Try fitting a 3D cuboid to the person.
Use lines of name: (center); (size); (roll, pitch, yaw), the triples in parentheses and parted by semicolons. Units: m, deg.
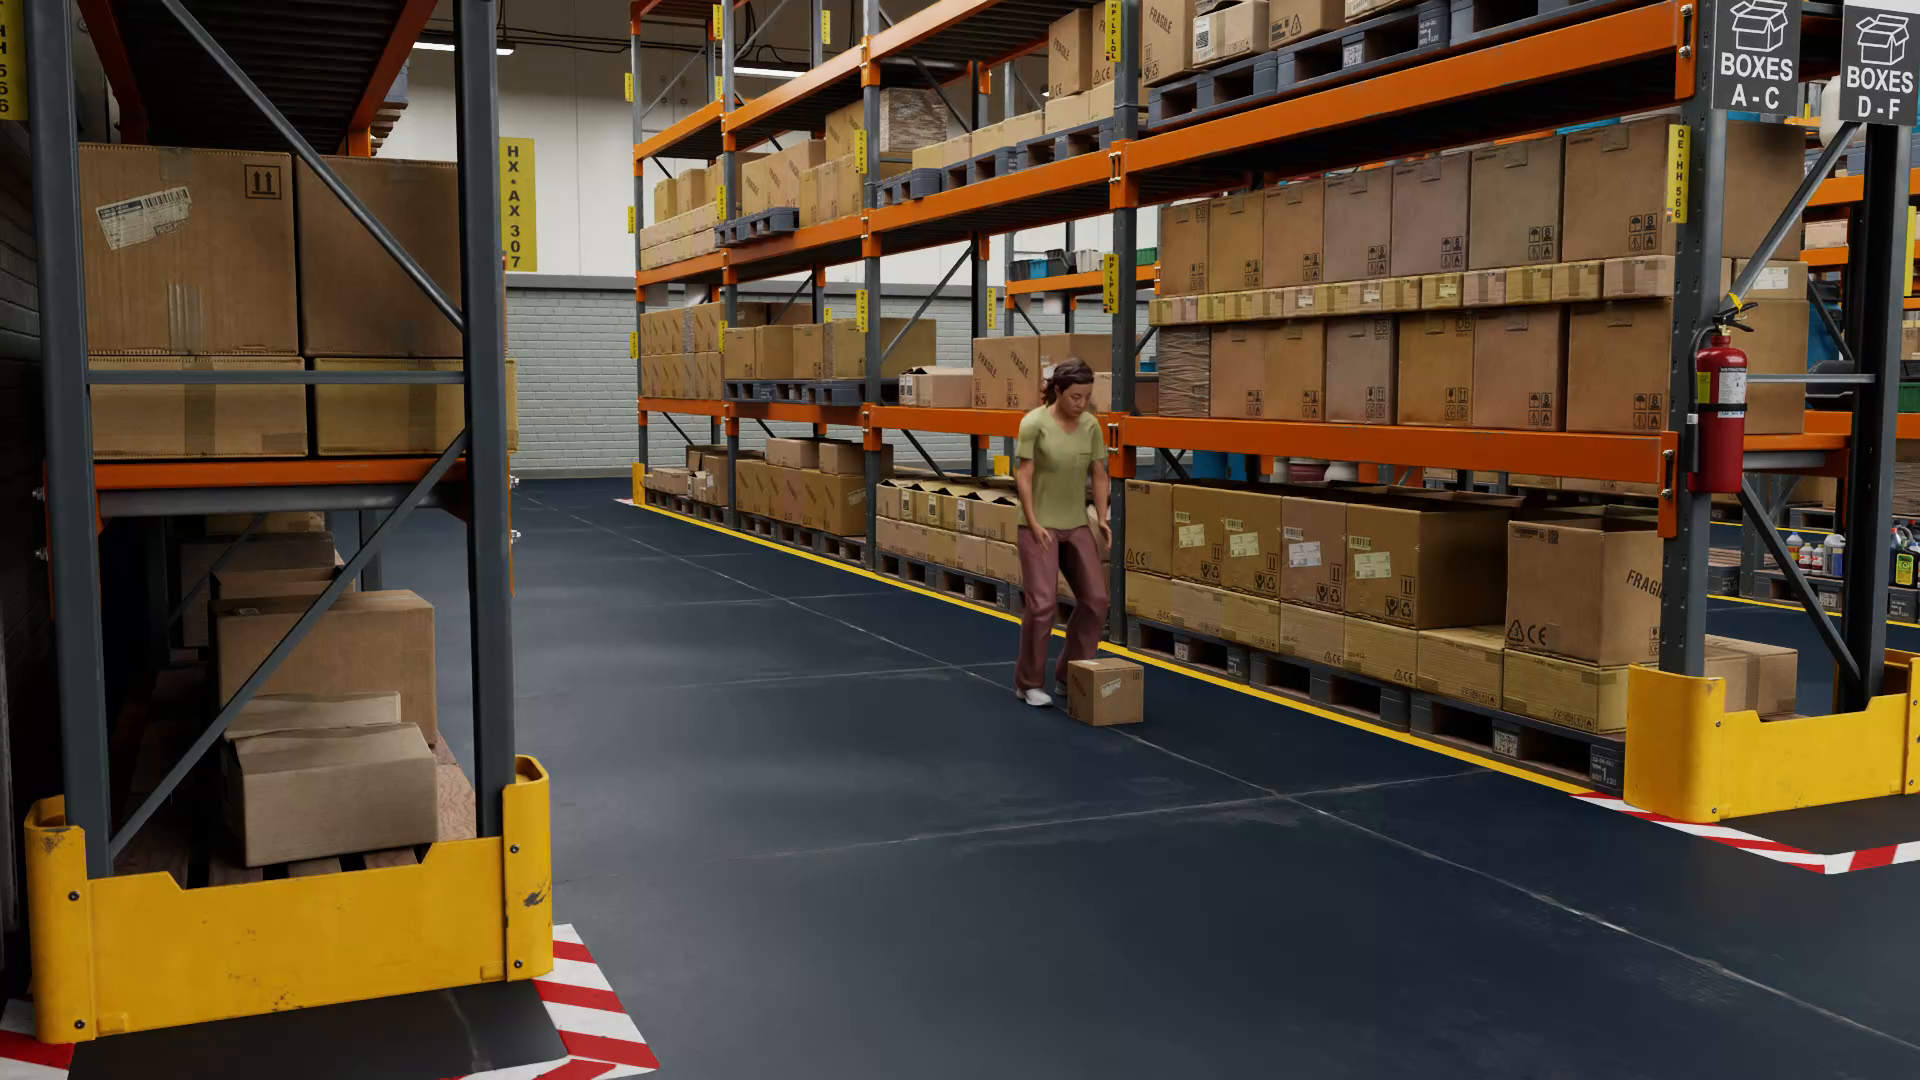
person: (0.485, -0.042, 7.765); (0.474, 1.616, 0.406); (-2, 6, -23)
